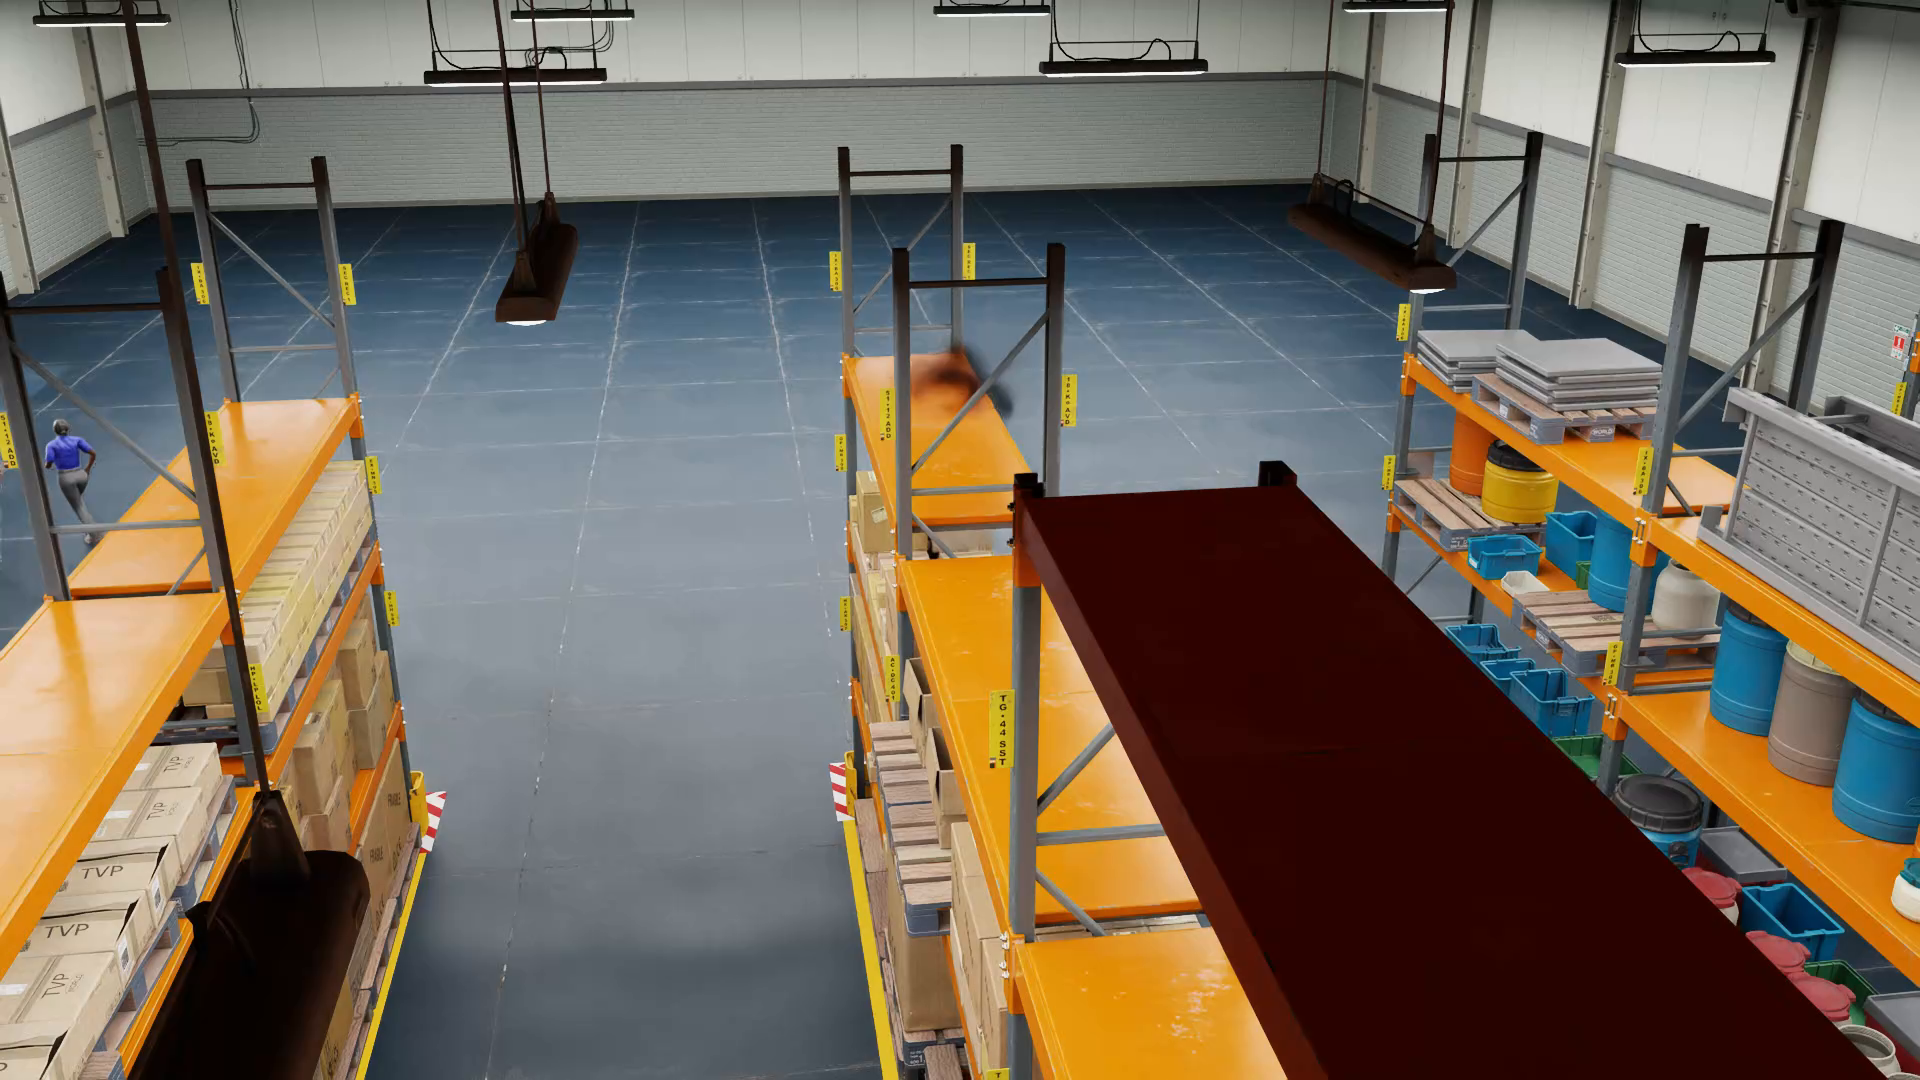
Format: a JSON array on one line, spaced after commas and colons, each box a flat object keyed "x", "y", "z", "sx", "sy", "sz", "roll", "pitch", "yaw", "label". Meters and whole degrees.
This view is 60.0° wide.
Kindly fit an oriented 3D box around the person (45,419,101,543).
[{"x": -11.366, "y": -0.716, "z": 21.288, "sx": 0.725, "sy": 1.696, "sz": 0.546, "roll": 15, "pitch": 26, "yaw": 32, "label": "person"}]
